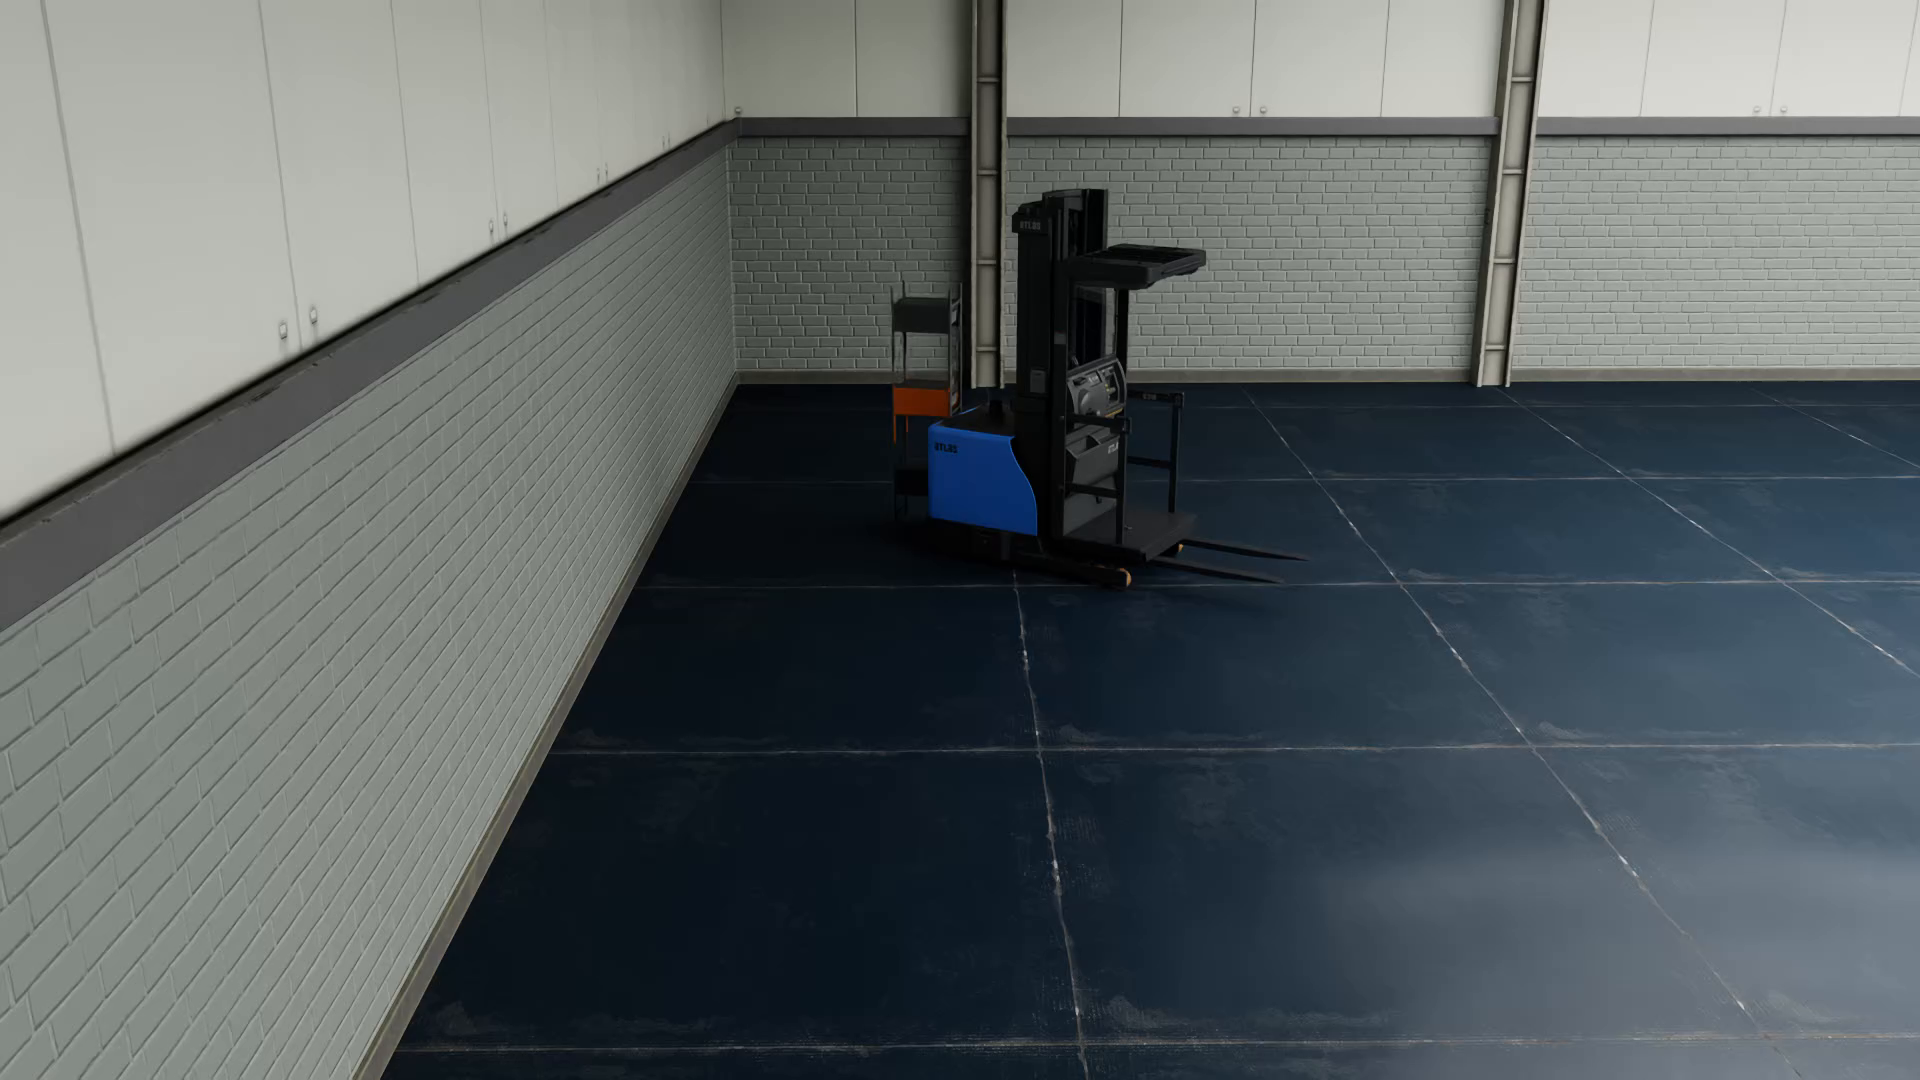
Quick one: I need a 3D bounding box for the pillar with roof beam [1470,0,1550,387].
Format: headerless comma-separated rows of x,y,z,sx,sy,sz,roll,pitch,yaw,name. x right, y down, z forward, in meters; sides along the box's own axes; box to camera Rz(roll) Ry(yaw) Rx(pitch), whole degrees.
6.390,-4.836,14.390,0.400,9.000,9.100,0,18,-1,pillar with roof beam

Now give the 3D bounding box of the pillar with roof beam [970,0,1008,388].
0.391,-4.807,14.300,0.400,9.000,9.100,0,18,-1,pillar with roof beam

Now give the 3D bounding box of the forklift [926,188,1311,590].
1.253,-1.195,12.974,3.031,2.935,1.130,10,20,29,forklift

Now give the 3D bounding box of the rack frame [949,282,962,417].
-0.039,-1.094,14.019,0.015,2.100,0.400,4,18,13,rack frame

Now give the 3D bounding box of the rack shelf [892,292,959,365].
-0.276,-1.764,13.864,0.480,0.518,0.431,4,18,13,rack shelf

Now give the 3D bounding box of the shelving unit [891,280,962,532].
-0.276,-1.111,14.073,0.503,2.100,0.431,4,18,13,shelving unit

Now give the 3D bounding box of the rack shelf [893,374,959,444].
-0.276,-1.098,14.077,0.480,0.518,0.431,4,18,13,rack shelf

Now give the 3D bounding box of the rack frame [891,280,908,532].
-0.513,-1.128,14.127,0.015,2.100,0.400,4,18,13,rack frame

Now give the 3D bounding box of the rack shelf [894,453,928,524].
-0.276,-0.431,14.291,0.480,0.518,0.431,4,18,13,rack shelf
